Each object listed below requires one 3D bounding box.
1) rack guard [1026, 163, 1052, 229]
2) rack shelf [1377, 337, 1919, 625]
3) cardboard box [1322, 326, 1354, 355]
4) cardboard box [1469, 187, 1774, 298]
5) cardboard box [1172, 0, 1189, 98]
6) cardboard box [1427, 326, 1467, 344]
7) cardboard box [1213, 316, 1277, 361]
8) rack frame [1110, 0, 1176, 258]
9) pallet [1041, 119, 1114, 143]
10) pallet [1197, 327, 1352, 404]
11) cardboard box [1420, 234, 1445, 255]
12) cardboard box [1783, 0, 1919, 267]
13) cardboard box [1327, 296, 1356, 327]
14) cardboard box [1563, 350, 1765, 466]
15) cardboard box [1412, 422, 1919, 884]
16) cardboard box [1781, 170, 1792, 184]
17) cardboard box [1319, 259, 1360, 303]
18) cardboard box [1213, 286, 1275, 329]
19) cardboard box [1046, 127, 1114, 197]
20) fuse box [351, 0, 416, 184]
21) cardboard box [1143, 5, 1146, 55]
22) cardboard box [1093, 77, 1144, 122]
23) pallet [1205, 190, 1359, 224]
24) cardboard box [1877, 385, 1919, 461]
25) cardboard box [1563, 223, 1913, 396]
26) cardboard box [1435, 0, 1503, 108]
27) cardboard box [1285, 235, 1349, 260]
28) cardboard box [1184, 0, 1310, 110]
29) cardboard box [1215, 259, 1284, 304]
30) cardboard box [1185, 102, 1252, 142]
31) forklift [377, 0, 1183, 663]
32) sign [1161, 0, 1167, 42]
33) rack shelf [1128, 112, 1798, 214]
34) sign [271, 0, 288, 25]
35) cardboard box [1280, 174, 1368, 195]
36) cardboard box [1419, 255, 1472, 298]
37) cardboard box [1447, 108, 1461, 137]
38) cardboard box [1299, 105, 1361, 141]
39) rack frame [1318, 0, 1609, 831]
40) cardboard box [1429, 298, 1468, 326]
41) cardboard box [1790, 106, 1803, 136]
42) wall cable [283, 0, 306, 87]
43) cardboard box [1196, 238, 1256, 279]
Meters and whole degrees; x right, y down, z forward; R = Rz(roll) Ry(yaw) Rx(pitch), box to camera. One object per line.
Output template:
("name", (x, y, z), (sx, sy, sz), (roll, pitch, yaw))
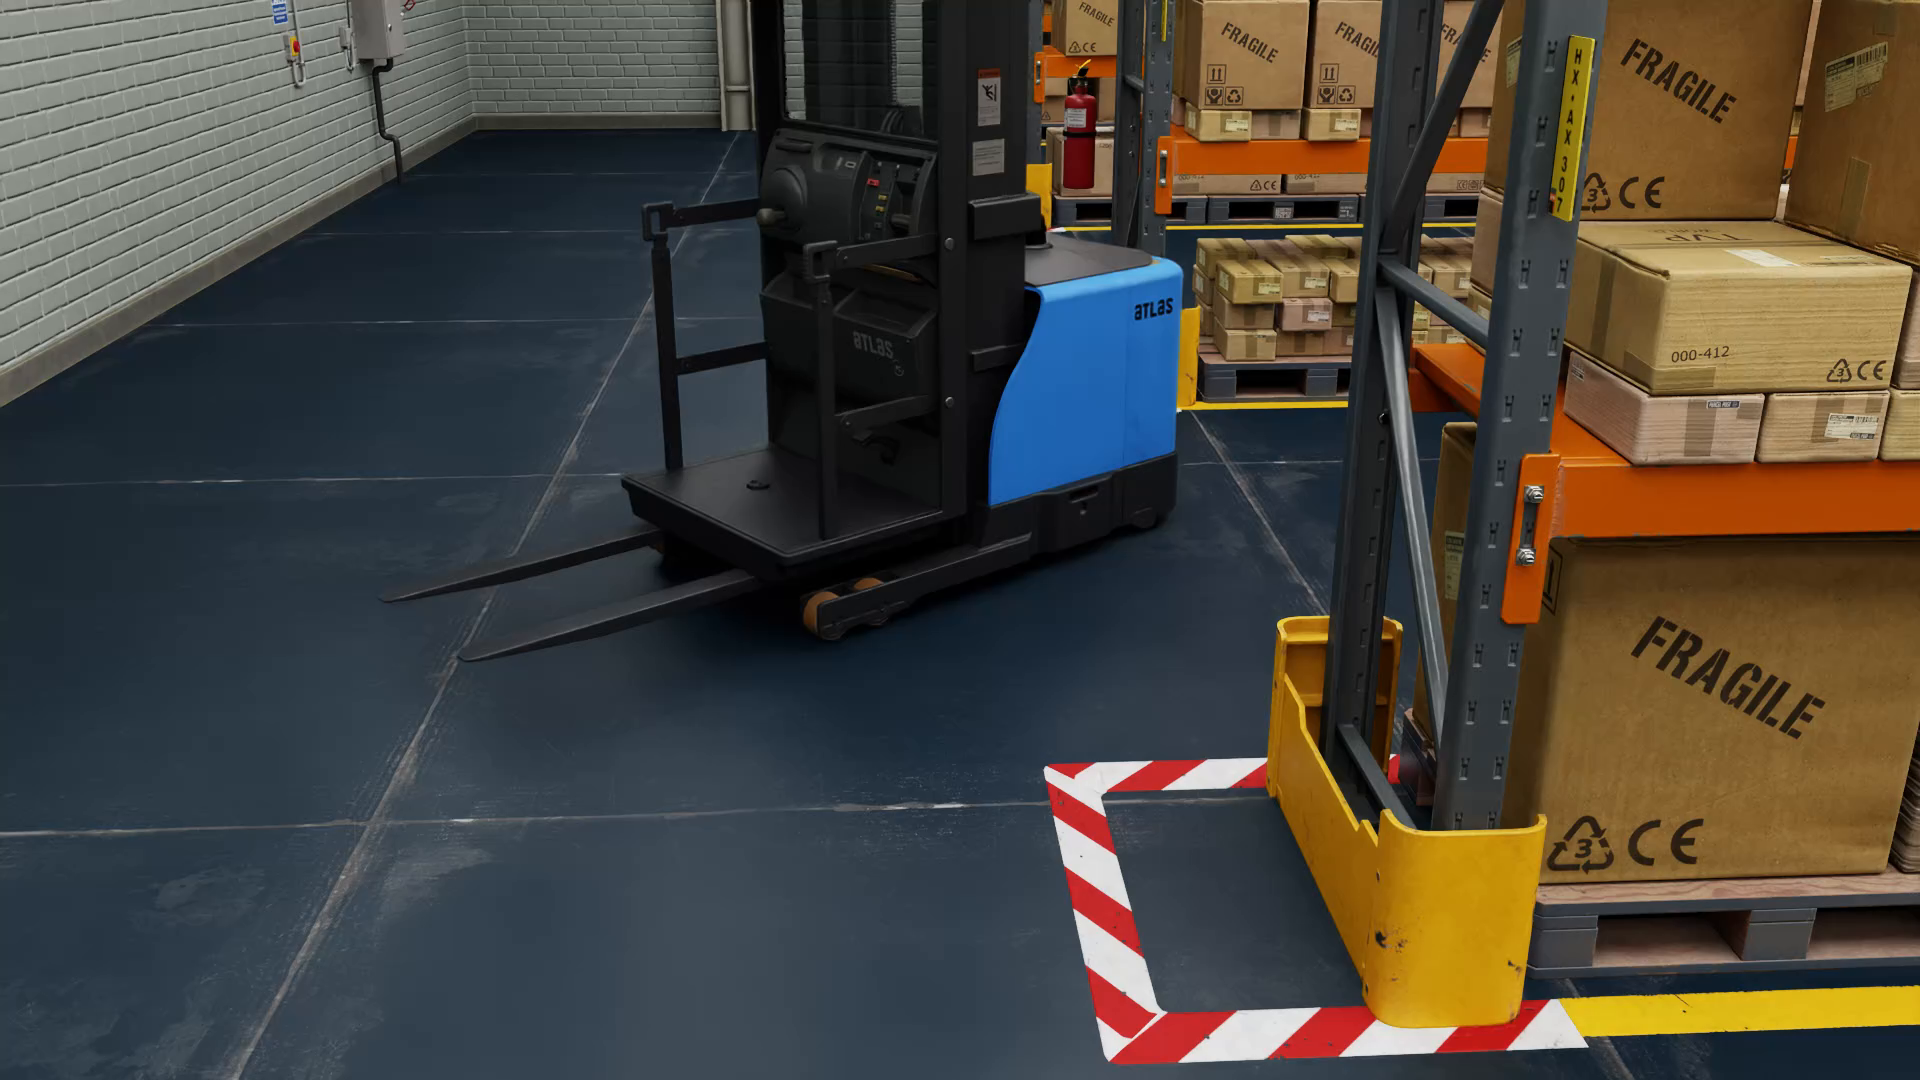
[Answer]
("rack guard", (0.512, -2.866, 13.446), (0.348, 0.500, 1.175), (-1, 21, -3))
("rack shelf", (3.099, -0.219, 3.991), (4.000, 0.370, 1.077), (-1, 21, -3))
("cardboard box", (1.965, -1.081, 8.661), (0.250, 0.149, 0.380), (-1, 21, -2))
("cardboard box", (1.570, -0.687, 4.003), (0.500, 0.250, 0.500), (-1, 21, -4))
("cardboard box", (1.353, -2.565, 8.583), (0.500, 0.500, 0.500), (-1, 21, -2))
("cardboard box", (2.476, -1.086, 8.675), (0.250, 0.149, 0.380), (-1, 21, -3))
("cardboard box", (1.461, -1.039, 8.551), (0.250, 0.149, 0.380), (-1, 21, -2))
("rack frame", (0.920, -2.278, 8.389), (0.127, 3.000, 1.000), (-1, 21, -3))
("pallet", (1.121, -4.513, 18.177), (1.213, 0.211, 1.003), (-1, 21, -3))
("pallet", (1.809, -0.981, 8.900), (1.213, 0.211, 1.003), (-1, 21, -3))
("cardboard box", (2.466, -1.564, 9.094), (0.250, 0.149, 0.380), (0, 21, -1))
("cardboard box", (2.096, -0.858, 3.397), (0.500, 0.500, 0.500), (-2, 21, -4))
("cardboard box", (1.973, -1.223, 8.615), (0.250, 0.149, 0.380), (-1, 21, -2))
("cardboard box", (1.475, -0.287, 3.512), (0.250, 0.149, 0.380), (-1, 21, -2))
("cardboard box", (1.736, 0.241, 4.168), (0.875, 0.875, 0.875), (-1, 21, -3))
("cardboard box", (6.938, -3.399, 13.730), (0.875, 0.875, 0.875), (-1, 21, -2))
("cardboard box", (1.989, -1.318, 8.448), (0.250, 0.149, 0.380), (-1, 21, -3))
("cardboard box", (1.457, -1.201, 8.557), (0.250, 0.149, 0.380), (0, 21, -1))
("cardboard box", (1.189, -3.082, 13.512), (0.875, 0.438, 0.875), (-2, 21, -5))
("fuse box", (-5.066, -4.059, 14.877), (0.414, 1.711, 0.539), (-1, 21, -3))
("cardboard box", (1.535, -4.009, 12.795), (0.500, 0.500, 0.500), (-1, 21, -4))
("cardboard box", (1.721, -4.808, 17.957), (0.500, 0.500, 0.700), (0, 21, -1))
("pallet", (2.545, -2.799, 13.677), (1.213, 0.211, 1.003), (-1, 21, -3))
("cardboard box", (1.987, -0.298, 3.541), (0.250, 0.149, 0.380), (-2, 21, -4))
("cardboard box", (1.596, -0.497, 3.504), (0.500, 0.250, 0.500), (-2, 21, -4))
("cardboard box", (2.406, -2.400, 8.152), (0.500, 0.500, 0.500), (-1, 21, -2))
("cardboard box", (1.939, -1.556, 9.073), (0.250, 0.149, 0.380), (-2, 21, -4))
("cardboard box", (1.384, -2.375, 8.085), (0.500, 0.500, 0.500), (0, 21, 0))
("cardboard box", (1.462, -1.310, 8.427), (0.250, 0.149, 0.380), (-2, 21, -6))
("cardboard box", (1.262, -2.051, 8.145), (0.250, 0.149, 0.380), (-1, 21, -3))
("forklift", (-0.565, -1.235, 5.746), (3.031, 2.935, 1.130), (-17, 27, -37))
("sign", (0.951, -2.490, 7.729), (0.005, 0.325, 0.100), (-1, 21, -3))
("rack shelf", (2.916, -1.983, 8.624), (4.000, 0.370, 1.077), (-1, 21, -3))
("sign", (-5.150, -4.020, 12.584), (0.001, 0.218, 0.327), (-1, 21, -3))
("cardboard box", (3.003, -3.122, 13.615), (0.875, 0.438, 0.875), (-2, 21, -5))
("cardboard box", (2.510, -1.355, 8.544), (0.250, 0.149, 0.380), (0, 21, -1))
("cardboard box", (2.308, -2.108, 8.295), (0.250, 0.149, 0.380), (-1, 21, -4))
("cardboard box", (1.785, -2.057, 8.162), (0.250, 0.149, 0.380), (-2, 21, -5))
("rack frame", (1.102, -0.514, 3.756), (0.127, 3.000, 1.000), (-1, 21, -3))
("cardboard box", (2.495, -1.228, 8.630), (0.250, 0.149, 0.380), (-2, 21, -6))
("cardboard box", (4.120, -2.125, 8.340), (0.250, 0.149, 0.380), (0, 21, -1))
("wall cable", (-5.092, -4.401, 12.494), (0.123, 1.953, 0.585), (-1, 21, -3))
("cardboard box", (1.434, -1.521, 8.981), (0.250, 0.149, 0.380), (-1, 21, -2))
